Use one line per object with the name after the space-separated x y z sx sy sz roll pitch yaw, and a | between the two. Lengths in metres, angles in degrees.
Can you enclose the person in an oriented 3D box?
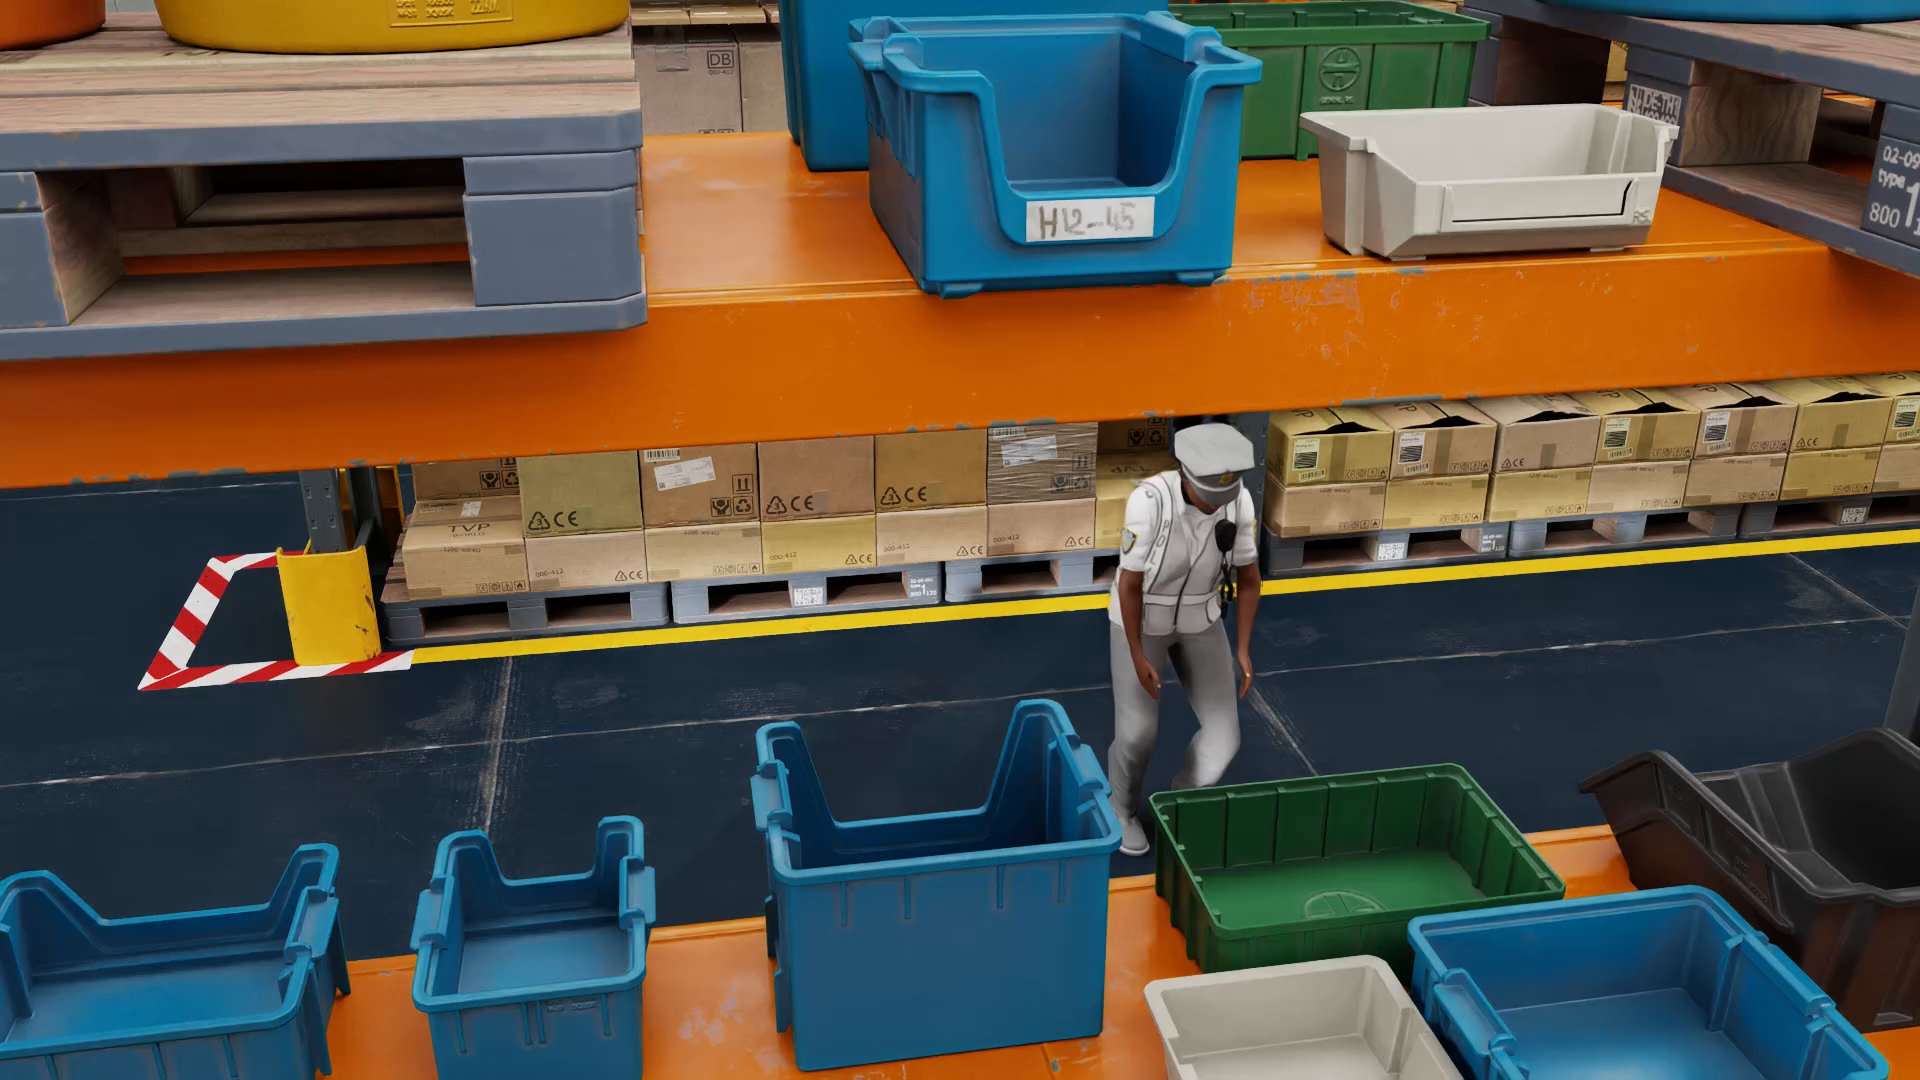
0.743 0.328 5.506 0.480 1.546 0.563 -4 24 -9 | person
